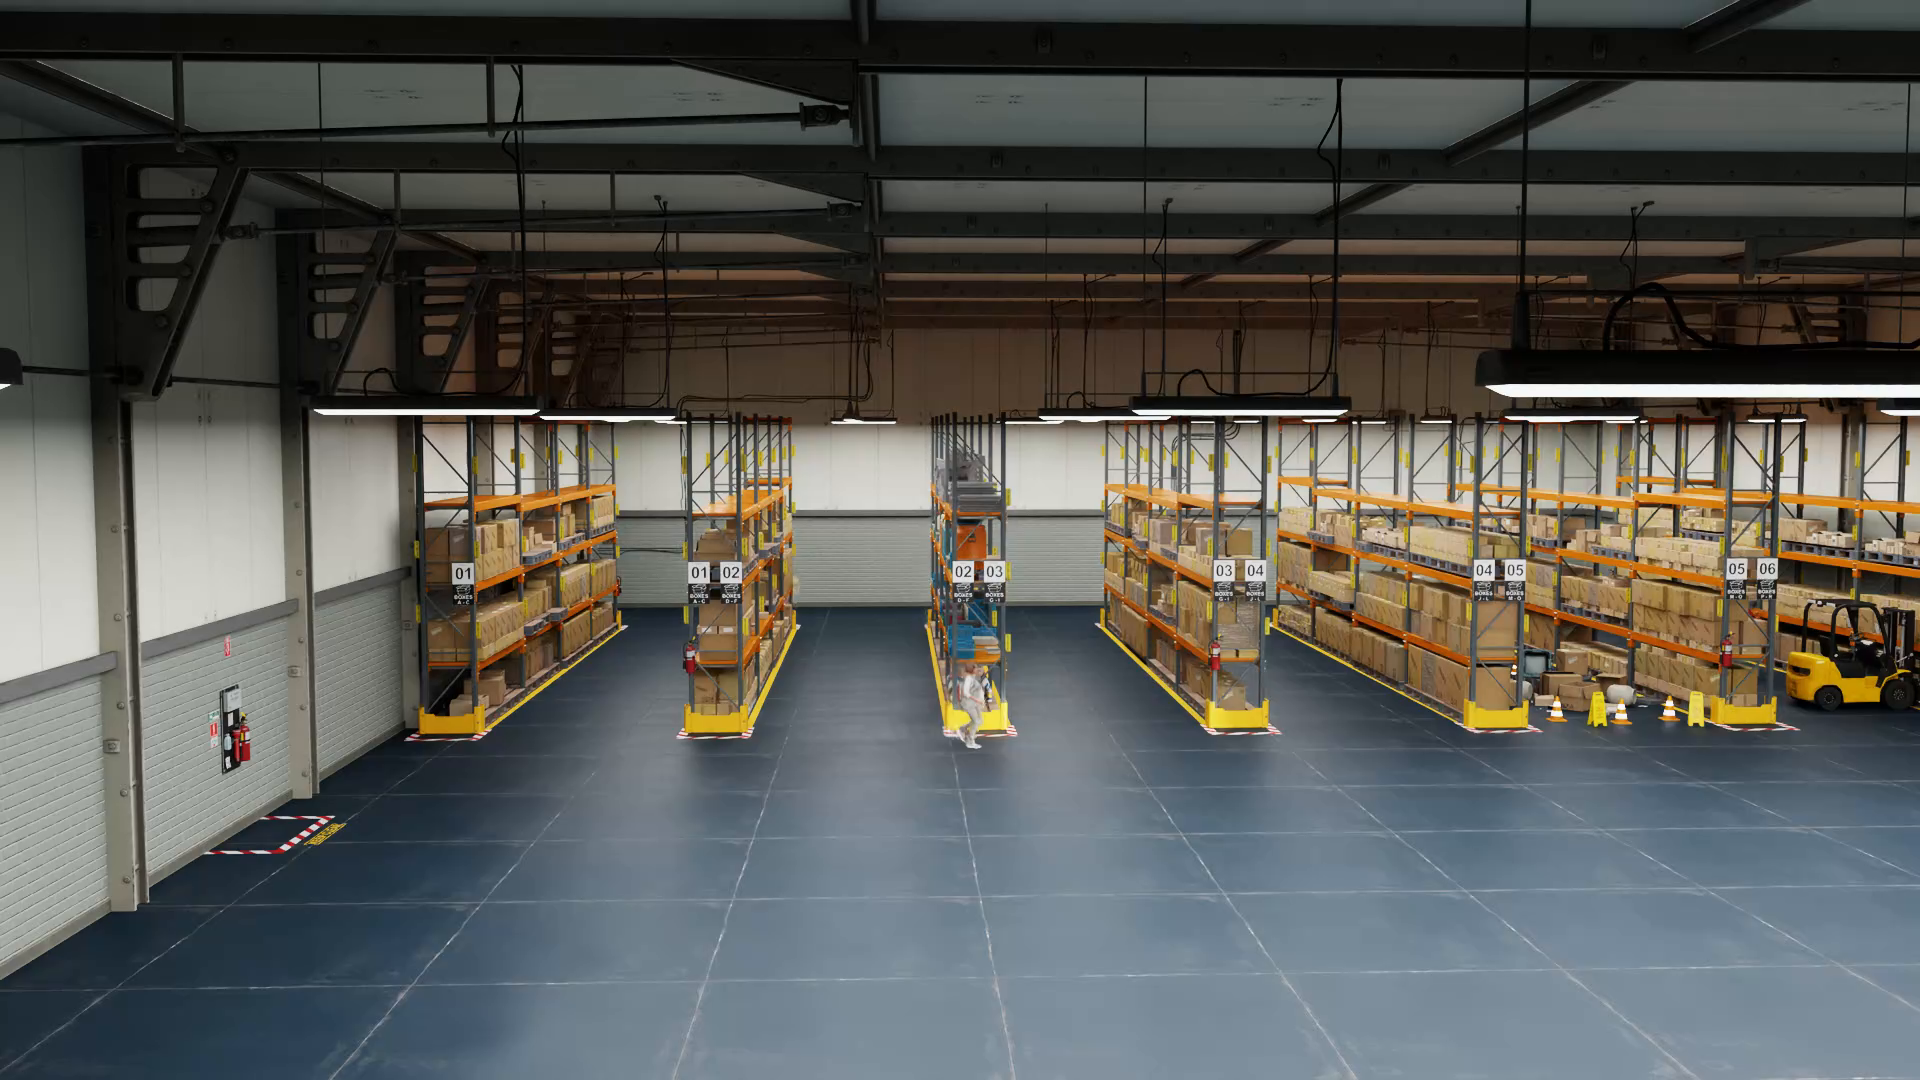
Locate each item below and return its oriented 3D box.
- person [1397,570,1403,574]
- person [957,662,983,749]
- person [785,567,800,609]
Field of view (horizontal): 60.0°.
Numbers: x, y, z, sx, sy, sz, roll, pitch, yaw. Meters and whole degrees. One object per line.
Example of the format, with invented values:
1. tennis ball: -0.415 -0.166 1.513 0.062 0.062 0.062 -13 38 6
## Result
1. person: 13.489 1.631 49.896 1.141 1.468 0.600 -2 4 -26
2. person: 0.169 2.938 29.545 0.548 1.562 0.557 1 4 17
3. person: -4.984 1.593 48.856 0.632 1.624 0.555 -2 5 -32
